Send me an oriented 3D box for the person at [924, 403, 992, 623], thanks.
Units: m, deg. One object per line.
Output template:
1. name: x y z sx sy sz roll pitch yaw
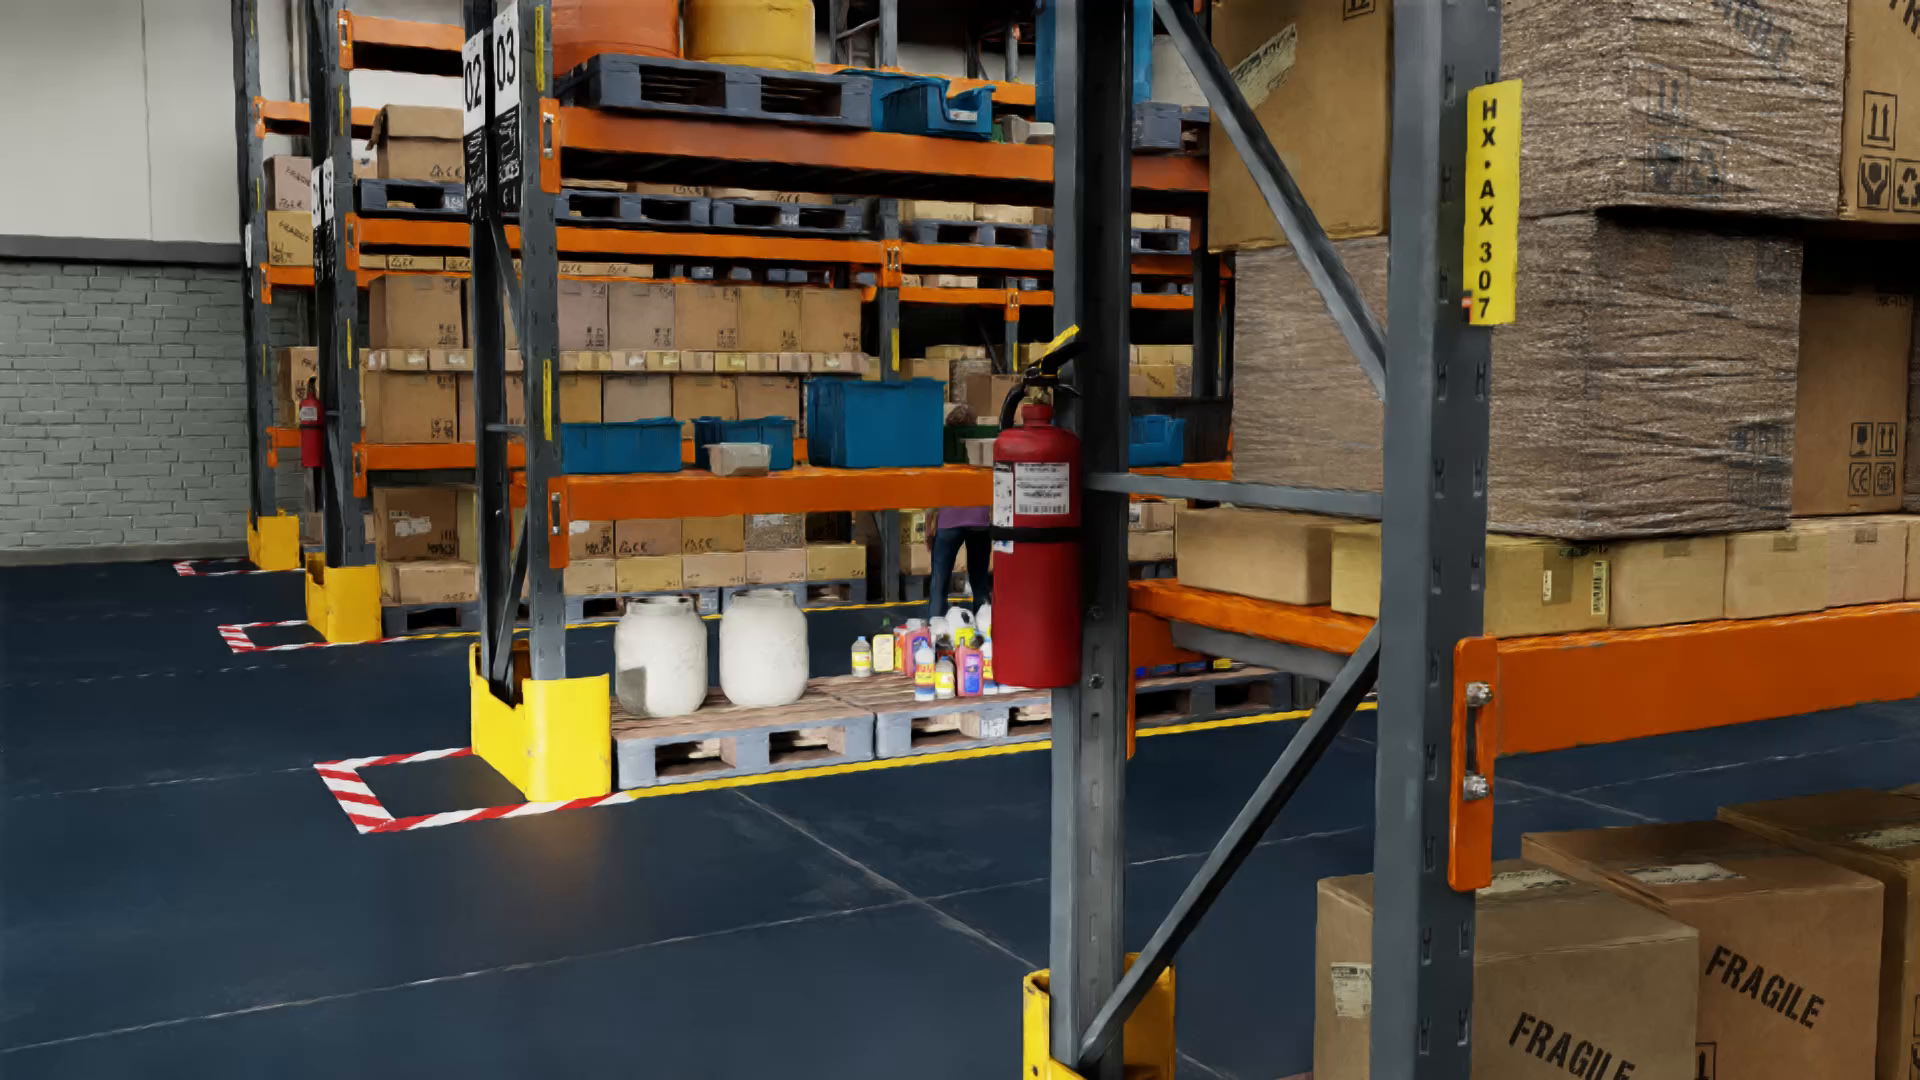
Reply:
1. person: -0.022 -0.050 10.317 0.530 1.590 0.546 -1 5 -15
